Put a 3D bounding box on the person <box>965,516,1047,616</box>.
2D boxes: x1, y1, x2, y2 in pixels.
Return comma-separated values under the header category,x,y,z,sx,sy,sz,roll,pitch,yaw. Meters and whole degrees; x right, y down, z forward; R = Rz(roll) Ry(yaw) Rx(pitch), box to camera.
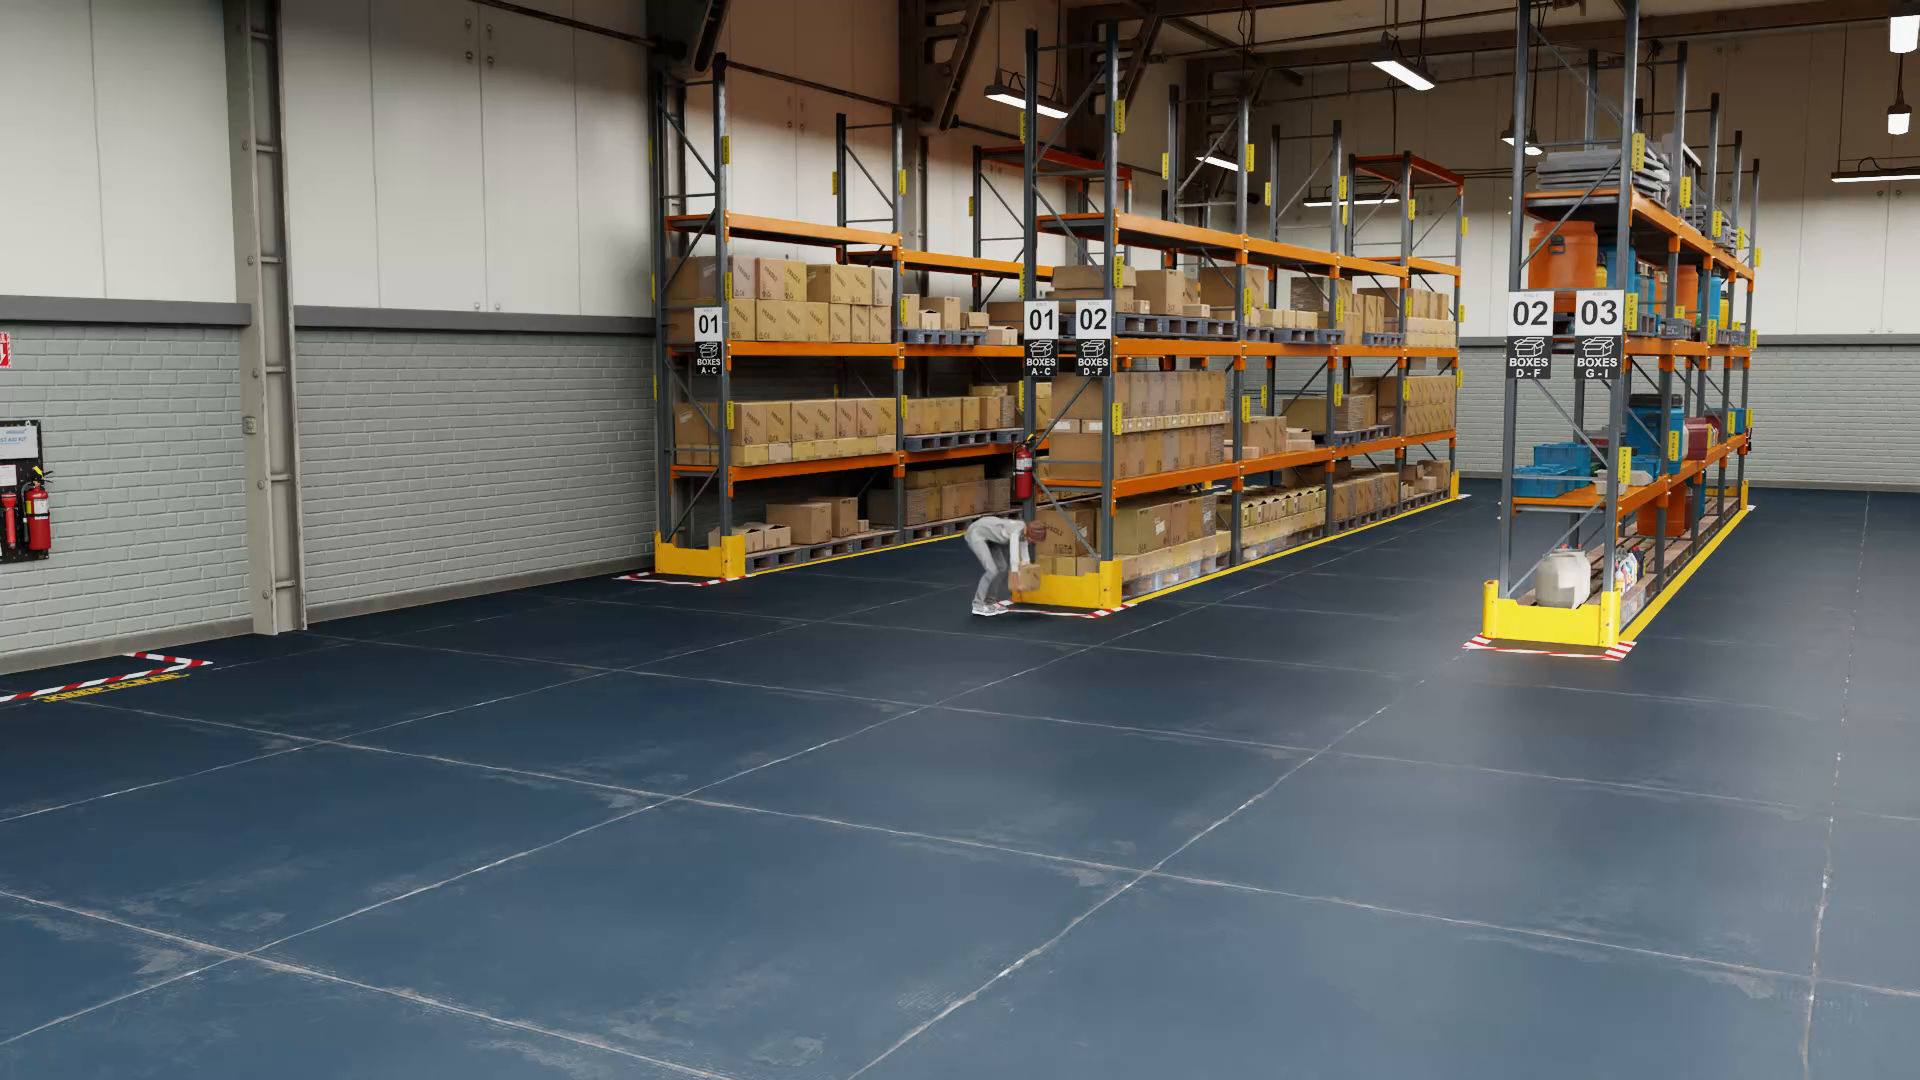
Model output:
category,x,y,z,sx,sy,sz,roll,pitch,yaw
person,0.468,0.268,16.867,0.871,1.001,0.391,3,7,22
